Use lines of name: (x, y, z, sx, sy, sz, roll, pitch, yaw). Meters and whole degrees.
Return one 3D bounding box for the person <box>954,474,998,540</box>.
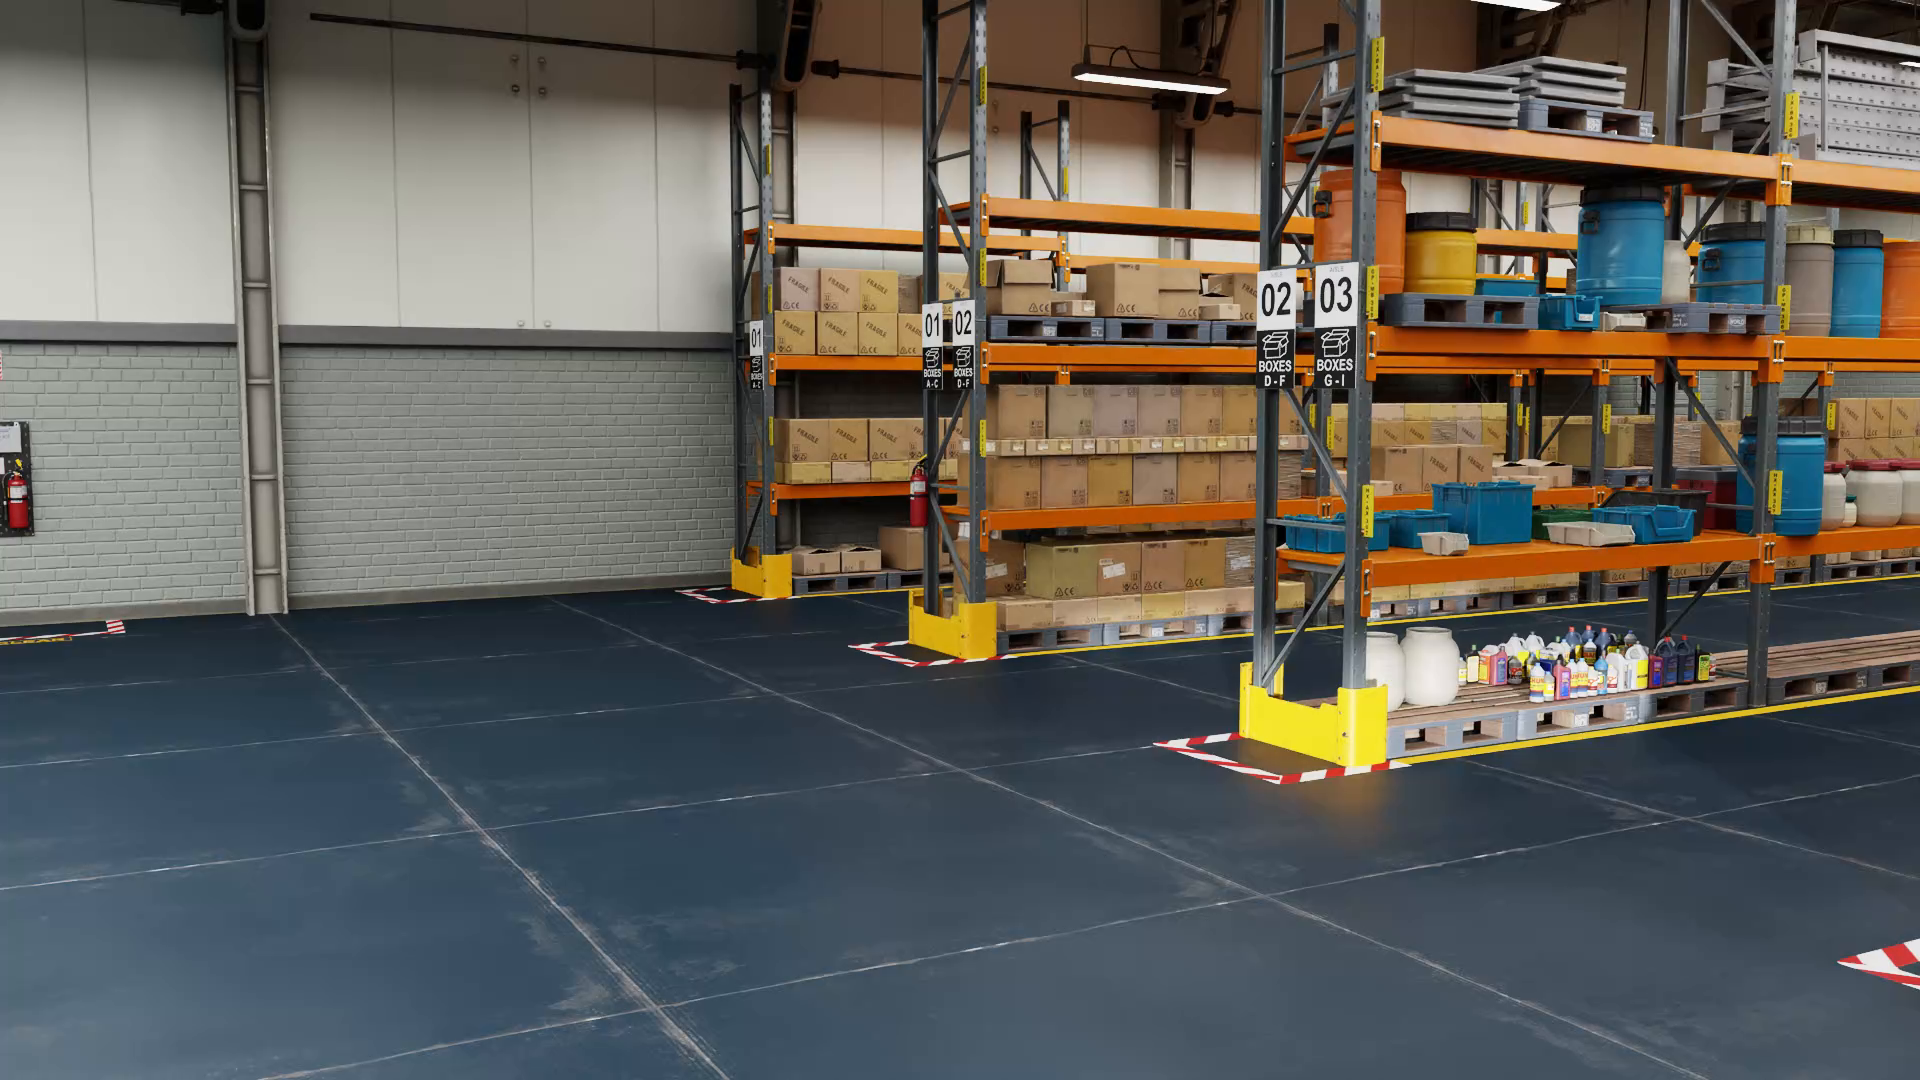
person: (0.126, 0.021, 17.247, 0.470, 1.664, 0.549, -3, 6, -33)
